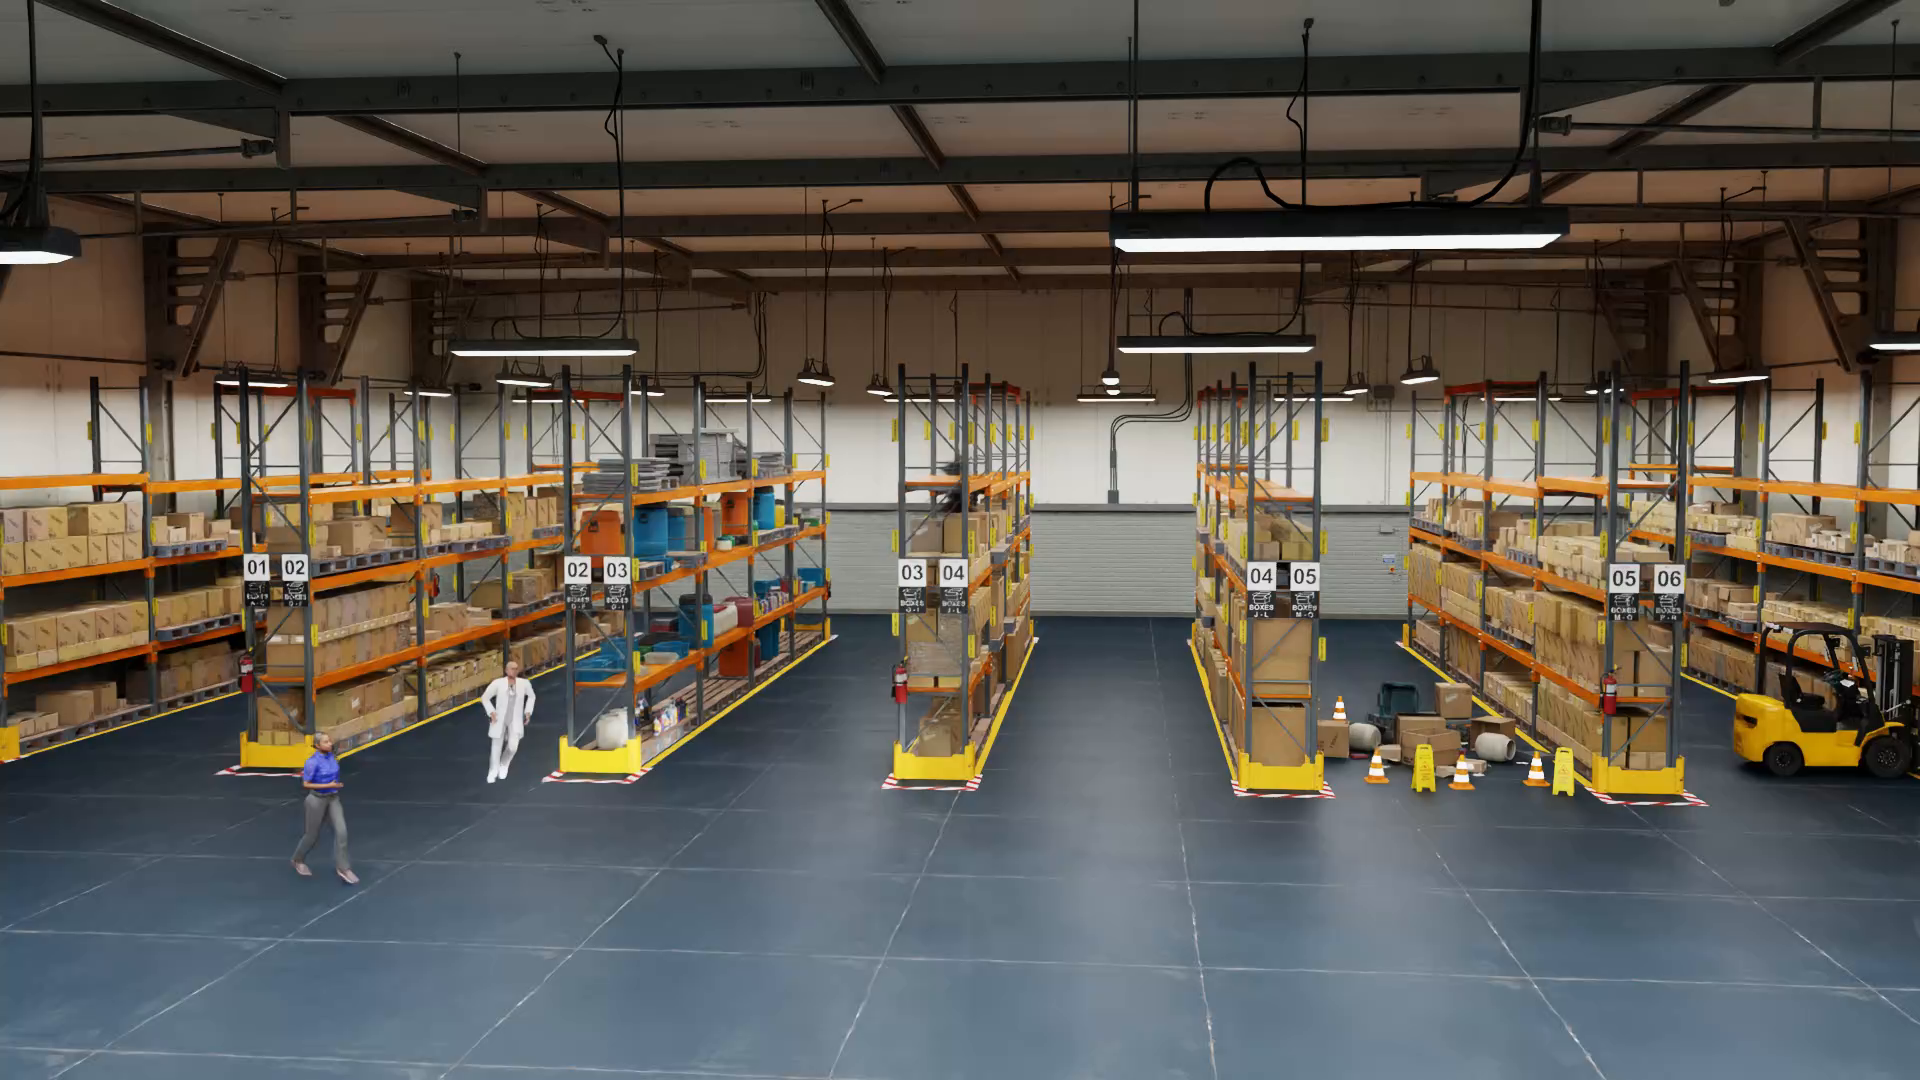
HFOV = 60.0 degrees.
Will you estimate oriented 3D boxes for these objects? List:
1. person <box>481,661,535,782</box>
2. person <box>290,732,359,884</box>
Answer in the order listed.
[{"bbox_3d":[-6.483,2.609,23.920,0.774,1.722,0.591,-1,4,-20],"label":"person"},{"bbox_3d":[-7.125,2.976,18.534,0.854,1.699,0.574,2,4,26],"label":"person"}]
